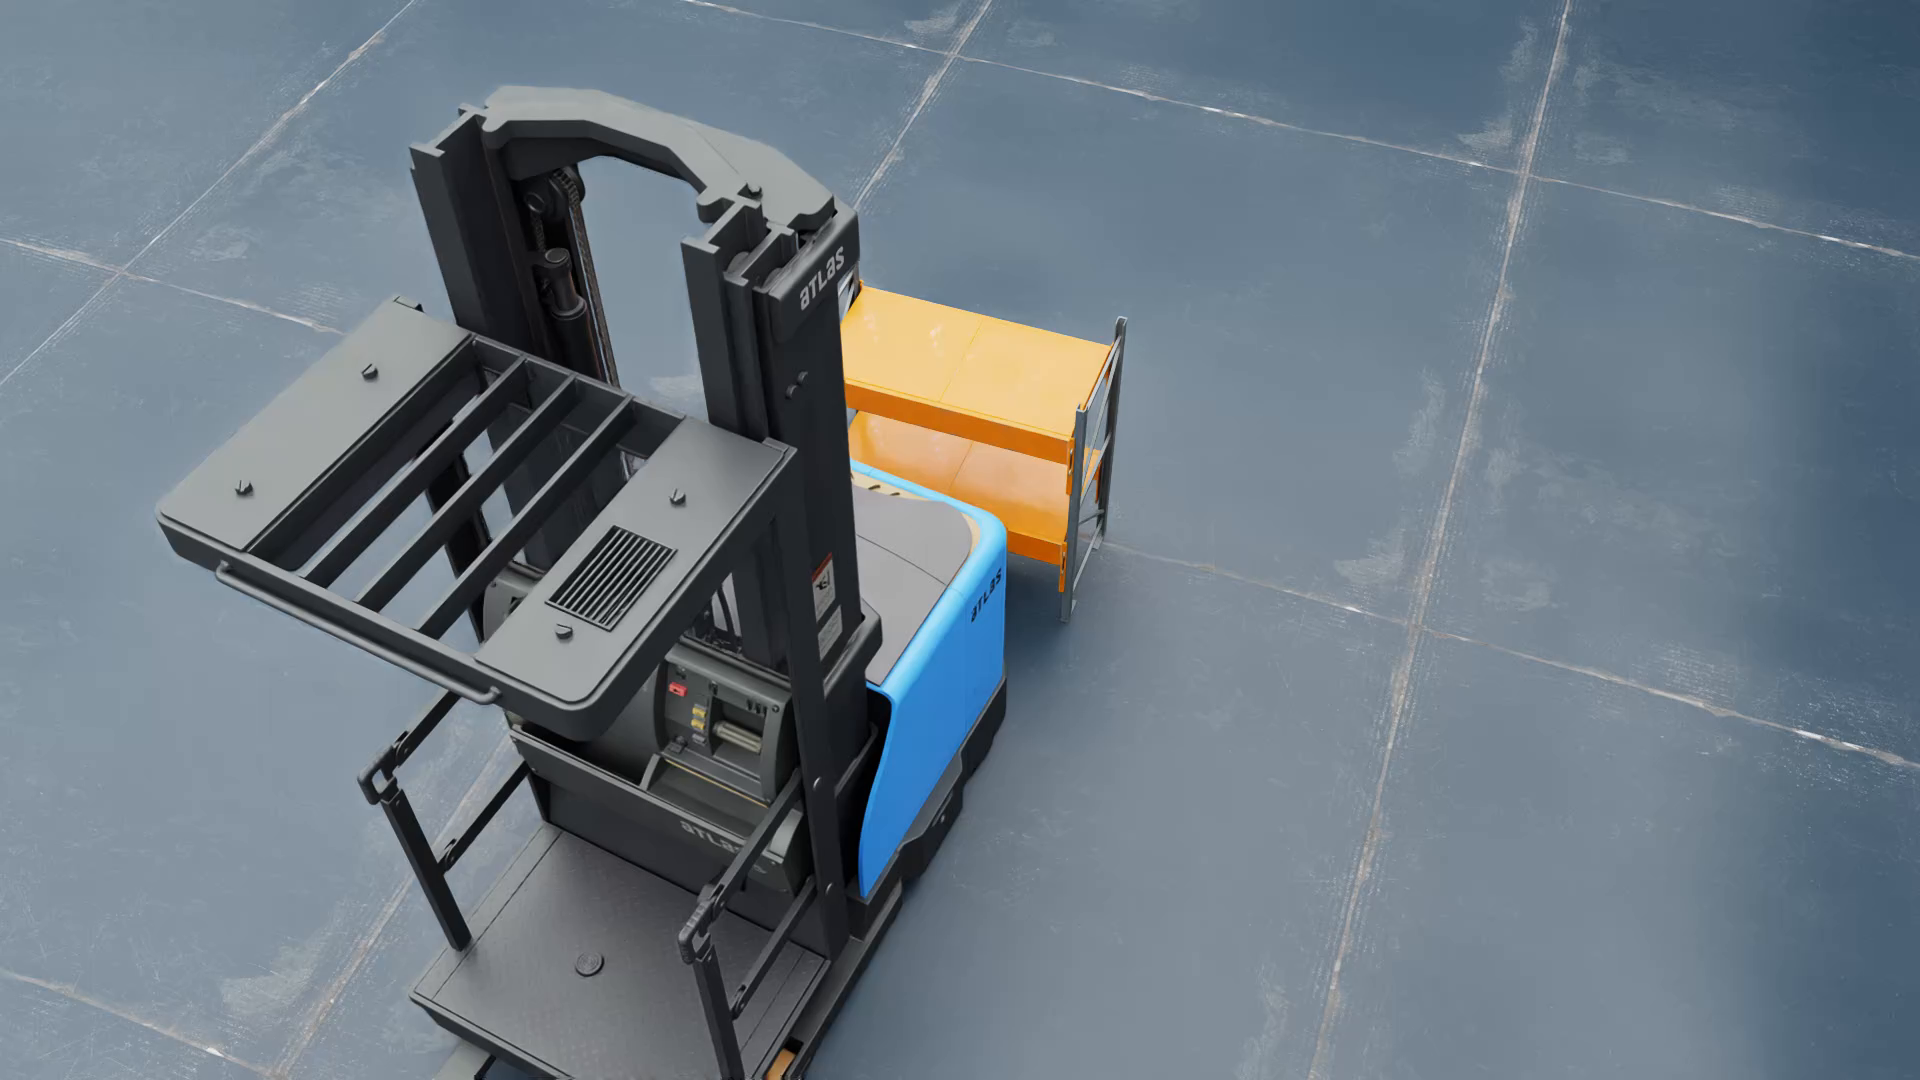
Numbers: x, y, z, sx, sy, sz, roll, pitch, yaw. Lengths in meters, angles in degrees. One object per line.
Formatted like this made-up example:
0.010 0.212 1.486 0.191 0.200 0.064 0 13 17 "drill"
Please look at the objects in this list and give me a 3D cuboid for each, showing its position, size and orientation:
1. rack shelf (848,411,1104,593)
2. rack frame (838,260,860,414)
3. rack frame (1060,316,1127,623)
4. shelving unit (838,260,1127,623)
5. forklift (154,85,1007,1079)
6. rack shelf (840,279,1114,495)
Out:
0.006 -0.206 6.375 1.000 0.278 0.538 16 51 13 "rack shelf"
-0.471 -0.500 6.305 0.032 1.125 0.500 16 51 13 "rack frame"
0.483 -0.234 6.075 0.032 1.125 0.500 16 51 13 "rack frame"
0.006 -0.367 6.190 1.048 1.125 0.538 16 51 13 "shelving unit"
-0.961 0.498 4.245 1.130 2.935 3.031 21 52 18 "forklift"
0.006 -0.558 5.969 1.000 0.278 0.538 16 51 13 "rack shelf"
